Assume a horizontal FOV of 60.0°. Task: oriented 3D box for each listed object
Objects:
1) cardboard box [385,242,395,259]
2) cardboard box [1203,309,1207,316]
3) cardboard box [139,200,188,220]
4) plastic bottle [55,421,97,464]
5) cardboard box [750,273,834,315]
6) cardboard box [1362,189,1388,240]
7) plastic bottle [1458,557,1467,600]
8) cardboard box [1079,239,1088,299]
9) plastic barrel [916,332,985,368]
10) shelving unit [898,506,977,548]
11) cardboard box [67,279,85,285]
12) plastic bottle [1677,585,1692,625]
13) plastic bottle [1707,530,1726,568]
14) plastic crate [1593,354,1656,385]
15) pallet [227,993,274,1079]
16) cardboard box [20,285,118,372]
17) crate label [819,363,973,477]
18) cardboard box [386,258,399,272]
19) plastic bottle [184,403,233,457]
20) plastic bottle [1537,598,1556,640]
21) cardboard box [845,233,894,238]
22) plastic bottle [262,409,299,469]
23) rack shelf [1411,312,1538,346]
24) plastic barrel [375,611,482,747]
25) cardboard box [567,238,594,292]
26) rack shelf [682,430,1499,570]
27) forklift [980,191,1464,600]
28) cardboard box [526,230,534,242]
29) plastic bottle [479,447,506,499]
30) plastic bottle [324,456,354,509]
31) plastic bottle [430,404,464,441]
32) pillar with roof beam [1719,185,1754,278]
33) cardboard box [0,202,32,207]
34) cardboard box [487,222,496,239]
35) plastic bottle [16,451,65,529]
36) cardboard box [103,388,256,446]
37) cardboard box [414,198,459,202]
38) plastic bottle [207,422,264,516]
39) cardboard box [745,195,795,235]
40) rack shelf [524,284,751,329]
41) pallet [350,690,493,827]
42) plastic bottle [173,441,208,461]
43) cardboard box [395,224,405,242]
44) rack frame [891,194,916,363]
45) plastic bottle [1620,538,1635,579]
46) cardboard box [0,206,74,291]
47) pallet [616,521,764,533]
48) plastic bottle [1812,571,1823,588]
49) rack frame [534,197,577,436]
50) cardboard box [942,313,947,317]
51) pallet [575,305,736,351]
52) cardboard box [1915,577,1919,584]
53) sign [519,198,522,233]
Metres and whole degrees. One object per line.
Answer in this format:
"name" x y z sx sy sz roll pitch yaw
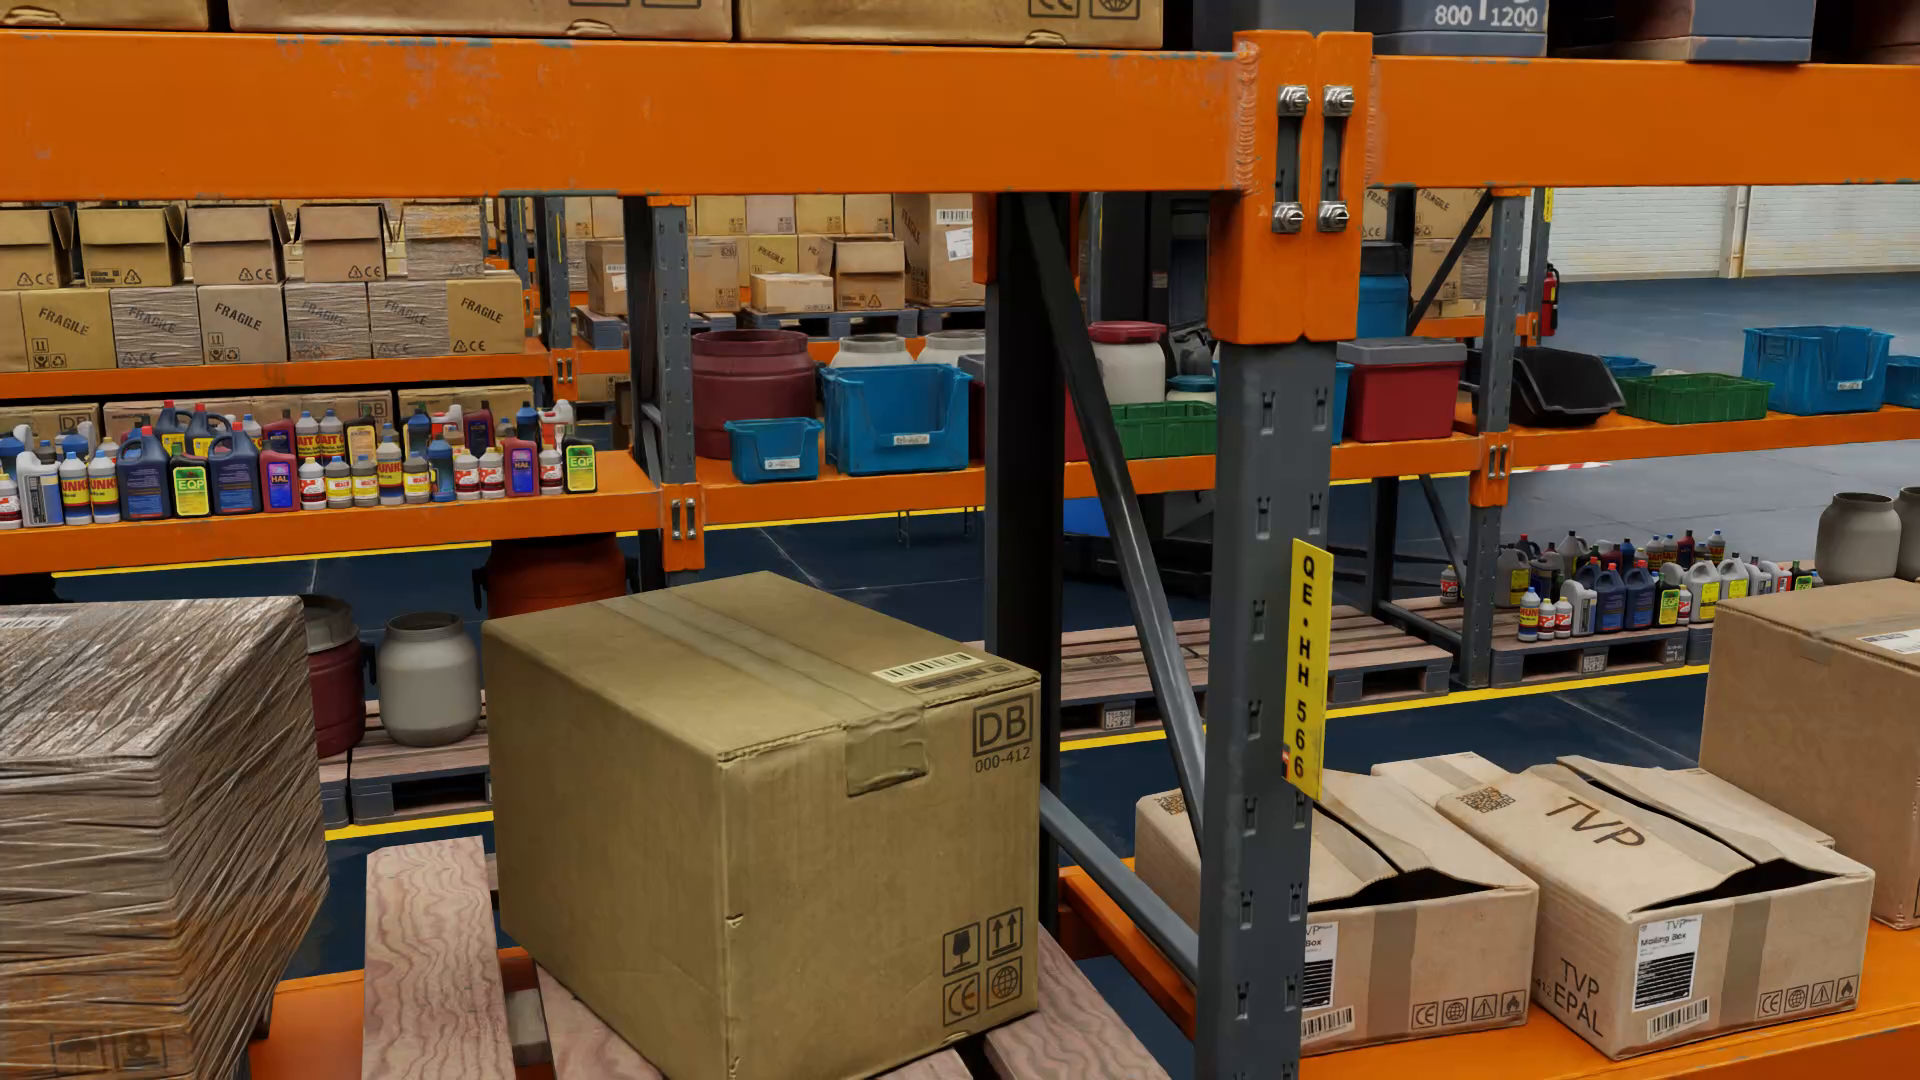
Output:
"cardboard box" -5.442 -2.728 15.623 0.250 0.149 0.380 -4 14 -18
"cardboard box" 1.899 -1.784 13.205 0.250 0.149 0.380 -4 14 -18
"cardboard box" -9.338 -3.984 19.531 0.500 0.500 0.500 -4 14 -17
"plastic bottle" -3.664 -0.350 6.901 0.135 0.276 0.152 -4 14 -18
"cardboard box" -1.233 -1.805 12.167 0.500 0.250 0.500 -5 14 -20
"cardboard box" 3.298 -2.702 13.499 0.500 0.500 0.500 -4 14 -18
"plastic bottle" 2.827 0.190 9.282 0.133 0.283 0.061 -4 14 -15
"cardboard box" 1.343 -2.109 13.168 0.500 0.500 0.875 -4 14 -18
"plastic barrel" -0.009 -0.723 7.958 0.421 0.512 0.421 0 13 0
"shelving unit" -0.157 -0.571 11.453 0.503 1.200 0.258 -4 14 -18
"cardboard box" -5.858 -1.484 11.182 0.500 0.500 0.500 -4 14 -16
"plastic bottle" 3.828 0.339 8.831 0.097 0.201 0.097 0 13 0
"plastic bottle" 4.449 0.074 9.796 0.097 0.271 0.097 0 13 0
"plastic crate" 3.438 -0.879 9.176 0.616 0.251 0.499 -4 14 -18
"pallet" -1.580 0.810 2.170 1.213 0.211 1.003 -4 14 -18
"cardboard box" -5.694 -1.371 10.707 0.500 0.500 0.500 -4 14 -18
"crate label" -0.287 -0.546 7.379 0.616 0.435 0.502 -4 14 -18
"cardboard box" -5.419 -2.586 15.669 0.250 0.149 0.380 -5 14 -19
"plastic bottle" -3.119 -0.393 6.919 0.185 0.351 0.144 -4 14 -18
"plastic bottle" 3.014 0.403 8.564 0.097 0.201 0.097 0 13 0
"cardboard box" -0.999 -2.943 17.317 0.500 0.500 0.500 -5 14 -18
"plastic bottle" -2.938 -0.421 7.185 0.133 0.283 0.061 -4 14 -18
"rack shelf" 2.792 -1.694 13.836 4.000 0.370 1.077 -4 14 -18
"plastic barrel" -2.280 0.593 7.138 0.421 0.512 0.421 0 13 0
"cardboard box" -3.869 -2.719 16.374 0.500 0.500 0.500 -4 14 -17
"rack shelf" 0.581 -0.312 8.028 4.000 0.370 1.077 -4 14 -18
"forklift" 1.672 -1.181 10.274 3.031 2.935 1.130 7 15 28
"cardboard box" -5.409 -3.853 20.995 0.250 0.149 0.380 -5 14 -22
"plastic bottle" -1.896 -0.273 6.737 0.097 0.201 0.097 0 13 0
"plastic bottle" -2.450 -0.230 6.556 0.097 0.201 0.097 0 13 0
"plastic bottle" -2.267 -0.459 7.358 0.135 0.276 0.152 -4 14 -18
"pillar with roof beam" 17.426 -8.902 29.622 0.400 9.000 9.100 -4 14 -18
"cardboard box" -8.531 -2.987 14.697 0.500 0.500 0.500 -5 14 -20
"cardboard box" -7.143 -4.769 25.534 0.500 0.250 0.500 -4 14 -18
"plastic bottle" -3.449 -0.195 6.249 0.135 0.276 0.152 -4 14 -18
"cardboard box" -5.239 -0.594 11.342 0.875 0.875 1.225 -5 14 -20
"cardboard box" -6.462 -4.214 20.499 0.500 0.500 0.500 -5 14 -20
"plastic bottle" -2.810 -0.280 6.445 0.185 0.351 0.144 -4 14 -18
"cardboard box" -2.024 -3.413 17.132 0.500 0.500 0.700 -4 14 -18
"rack shelf" -2.485 -2.494 17.199 4.000 0.370 1.077 -4 14 -18
"pallet" -2.049 0.909 7.363 1.213 0.211 1.003 -4 14 -18
"plastic bottle" -2.967 -0.240 6.421 0.133 0.283 0.061 -4 14 -18
"cardboard box" -5.186 -2.894 15.675 0.250 0.149 0.380 -4 14 -16
"rack frame" -0.590 -2.991 17.737 0.127 3.000 1.000 -4 14 -18
"plastic bottle" 3.838 0.121 9.595 0.097 0.271 0.097 0 13 0
"cardboard box" -6.083 -1.891 10.728 0.637 0.503 0.797 -5 14 -20
"pallet" -2.154 -0.302 12.454 1.213 0.211 1.003 -4 14 -18
"plastic bottle" 4.666 0.274 9.105 0.097 0.201 0.097 0 13 0
"rack frame" -2.895 -1.601 11.891 0.127 3.000 1.000 -4 14 -18
"cardboard box" 0.029 -2.193 18.064 0.875 0.875 0.875 -4 14 -17
"pallet" -2.253 -1.583 12.232 1.003 0.211 1.213 -4 14 -18
"cardboard box" 2.345 0.357 3.443 0.500 0.500 0.500 -4 14 -18
"sign" -4.199 -3.103 15.873 0.005 0.325 0.100 -4 14 -18
